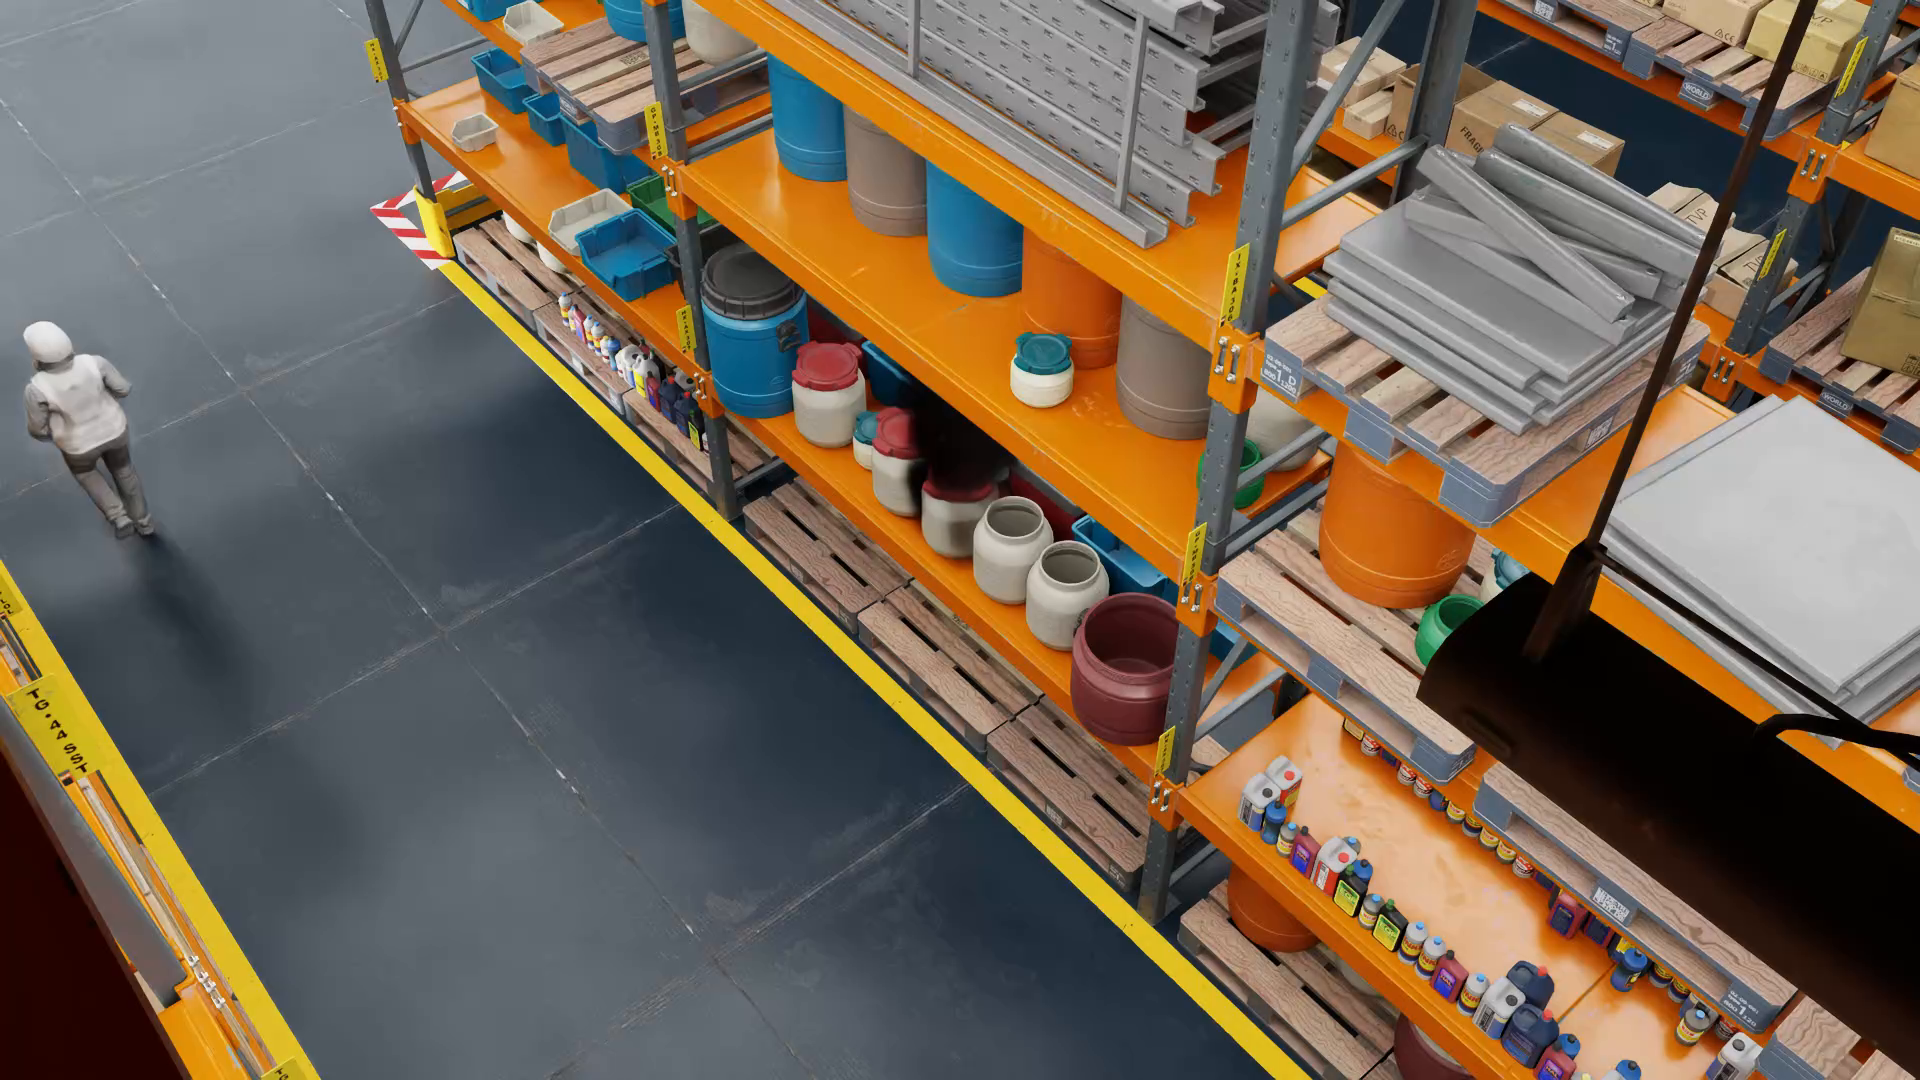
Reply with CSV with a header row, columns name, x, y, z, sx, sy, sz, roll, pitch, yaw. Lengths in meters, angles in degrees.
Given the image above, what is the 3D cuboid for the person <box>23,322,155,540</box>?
name,x,y,z,sx,sy,sz,roll,pitch,yaw
person,-5.485,-0.704,10.457,0.654,1.723,0.597,-33,55,-27
